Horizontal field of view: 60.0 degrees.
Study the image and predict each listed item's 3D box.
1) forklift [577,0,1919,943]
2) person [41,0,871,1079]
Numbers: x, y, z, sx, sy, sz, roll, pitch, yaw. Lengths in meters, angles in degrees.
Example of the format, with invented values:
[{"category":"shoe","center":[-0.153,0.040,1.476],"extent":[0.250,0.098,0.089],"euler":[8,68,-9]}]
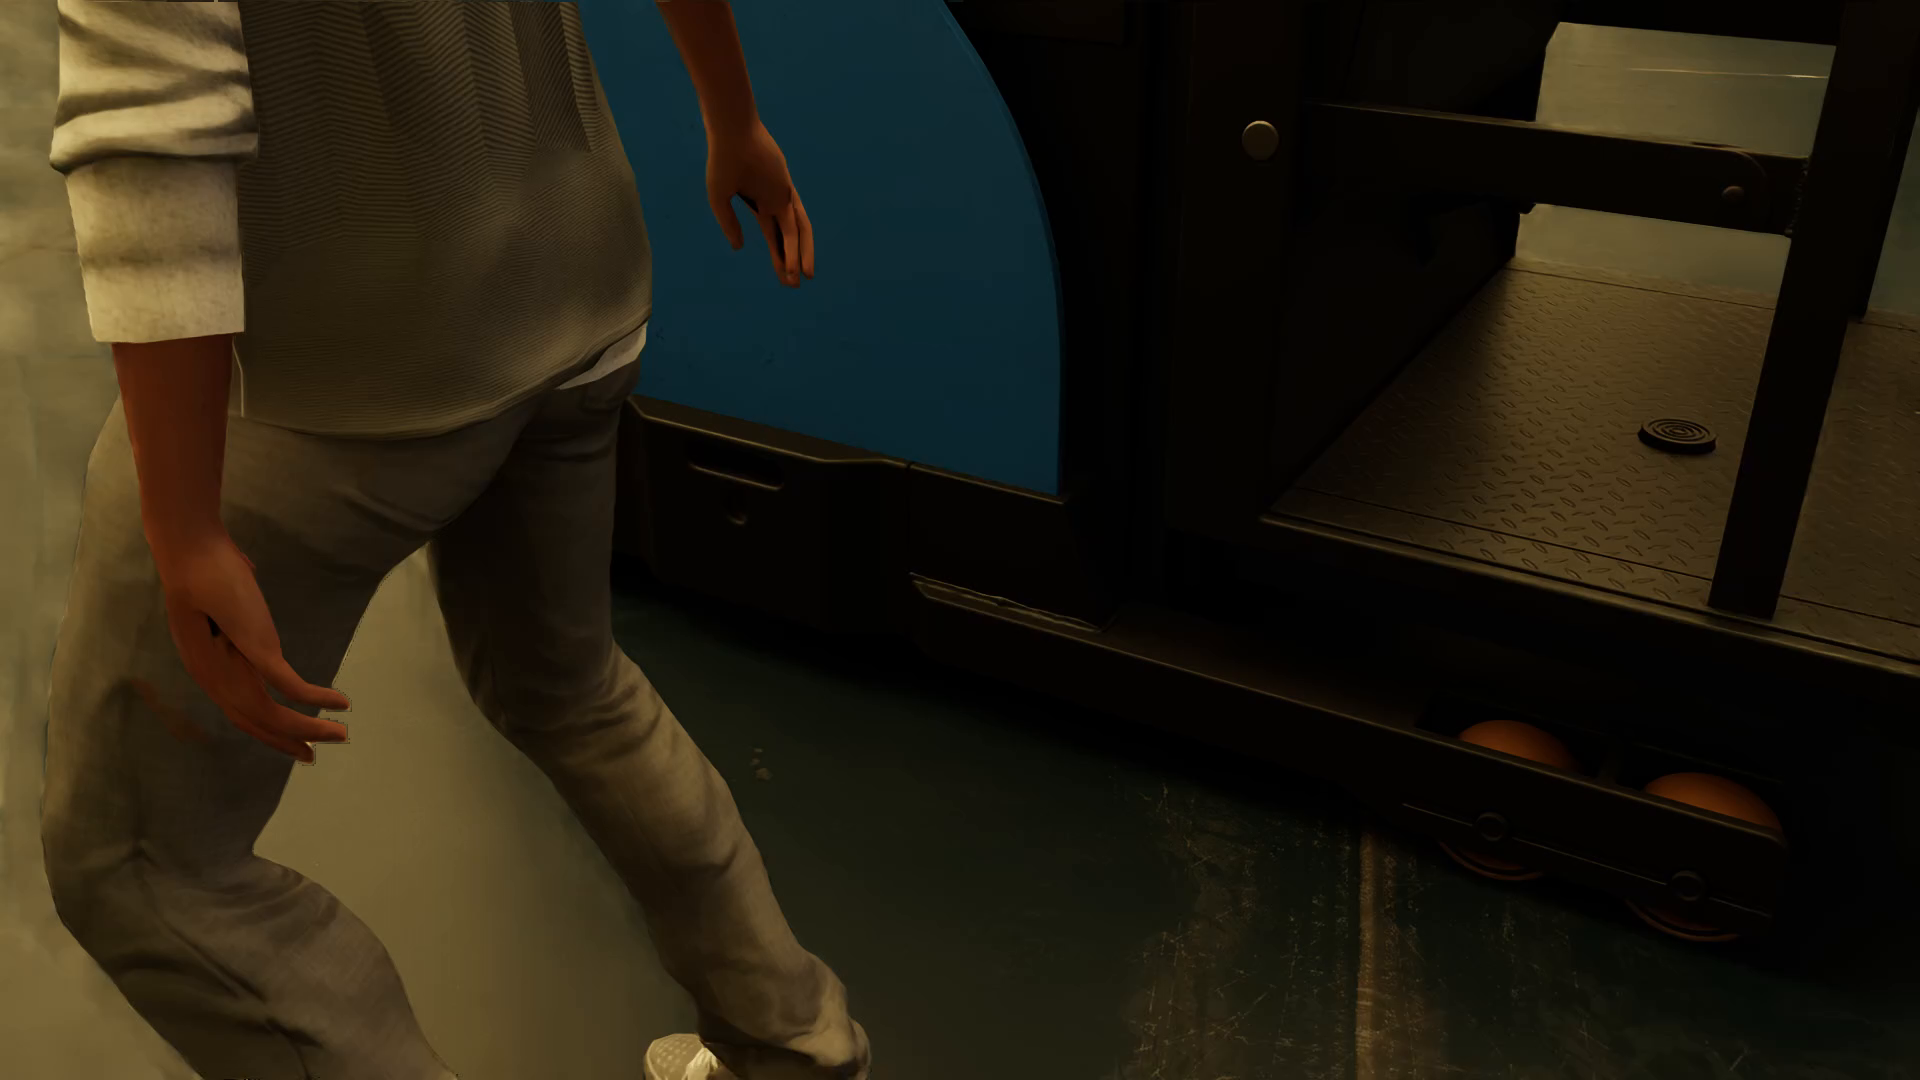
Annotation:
[{"category":"forklift","center":[0.761,-1.175,1.575],"extent":[3.031,2.935,1.130],"euler":[15,30,27]},{"category":"person","center":[-0.307,-0.119,1.090],"extent":[0.418,1.556,0.725],"euler":[11,29,20]}]
